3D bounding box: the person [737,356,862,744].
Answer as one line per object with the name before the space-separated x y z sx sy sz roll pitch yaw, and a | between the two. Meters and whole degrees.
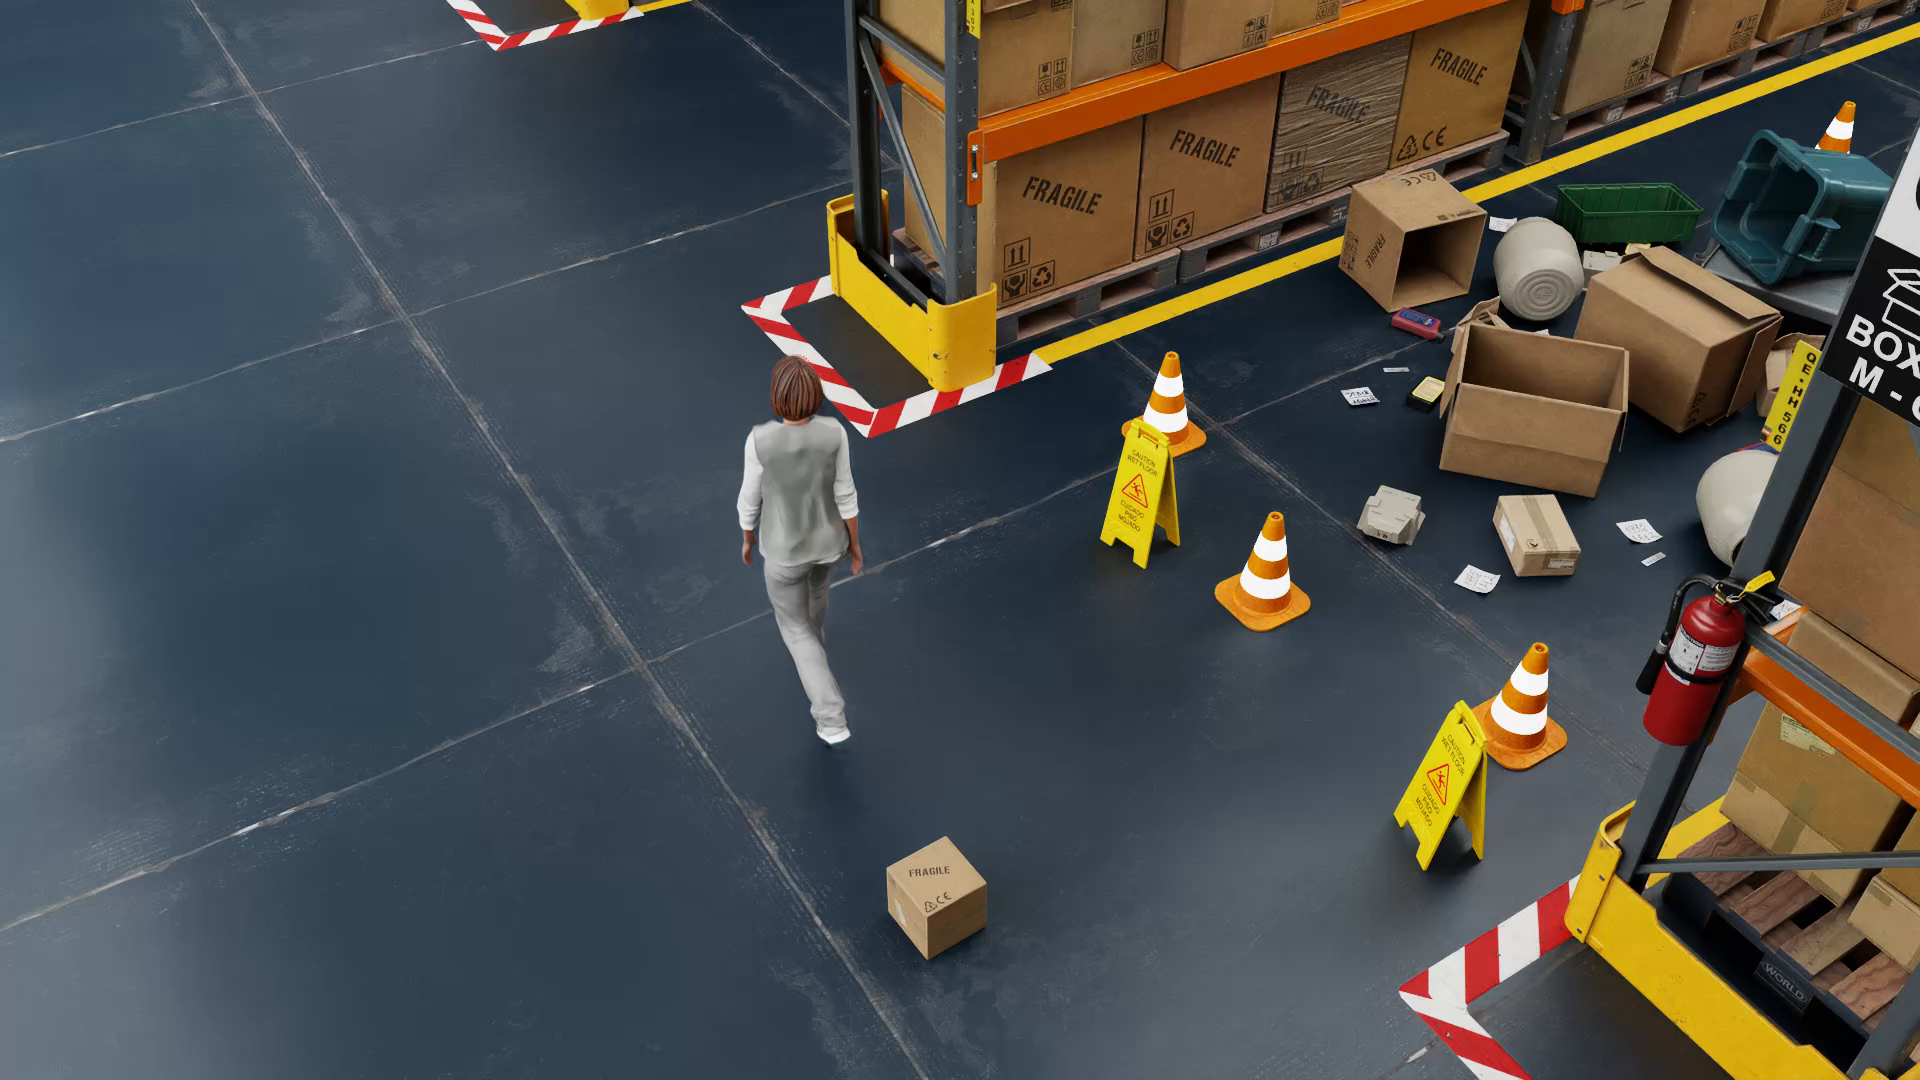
person | -0.573 0.040 6.116 0.428 1.549 0.877 -14 43 -15
